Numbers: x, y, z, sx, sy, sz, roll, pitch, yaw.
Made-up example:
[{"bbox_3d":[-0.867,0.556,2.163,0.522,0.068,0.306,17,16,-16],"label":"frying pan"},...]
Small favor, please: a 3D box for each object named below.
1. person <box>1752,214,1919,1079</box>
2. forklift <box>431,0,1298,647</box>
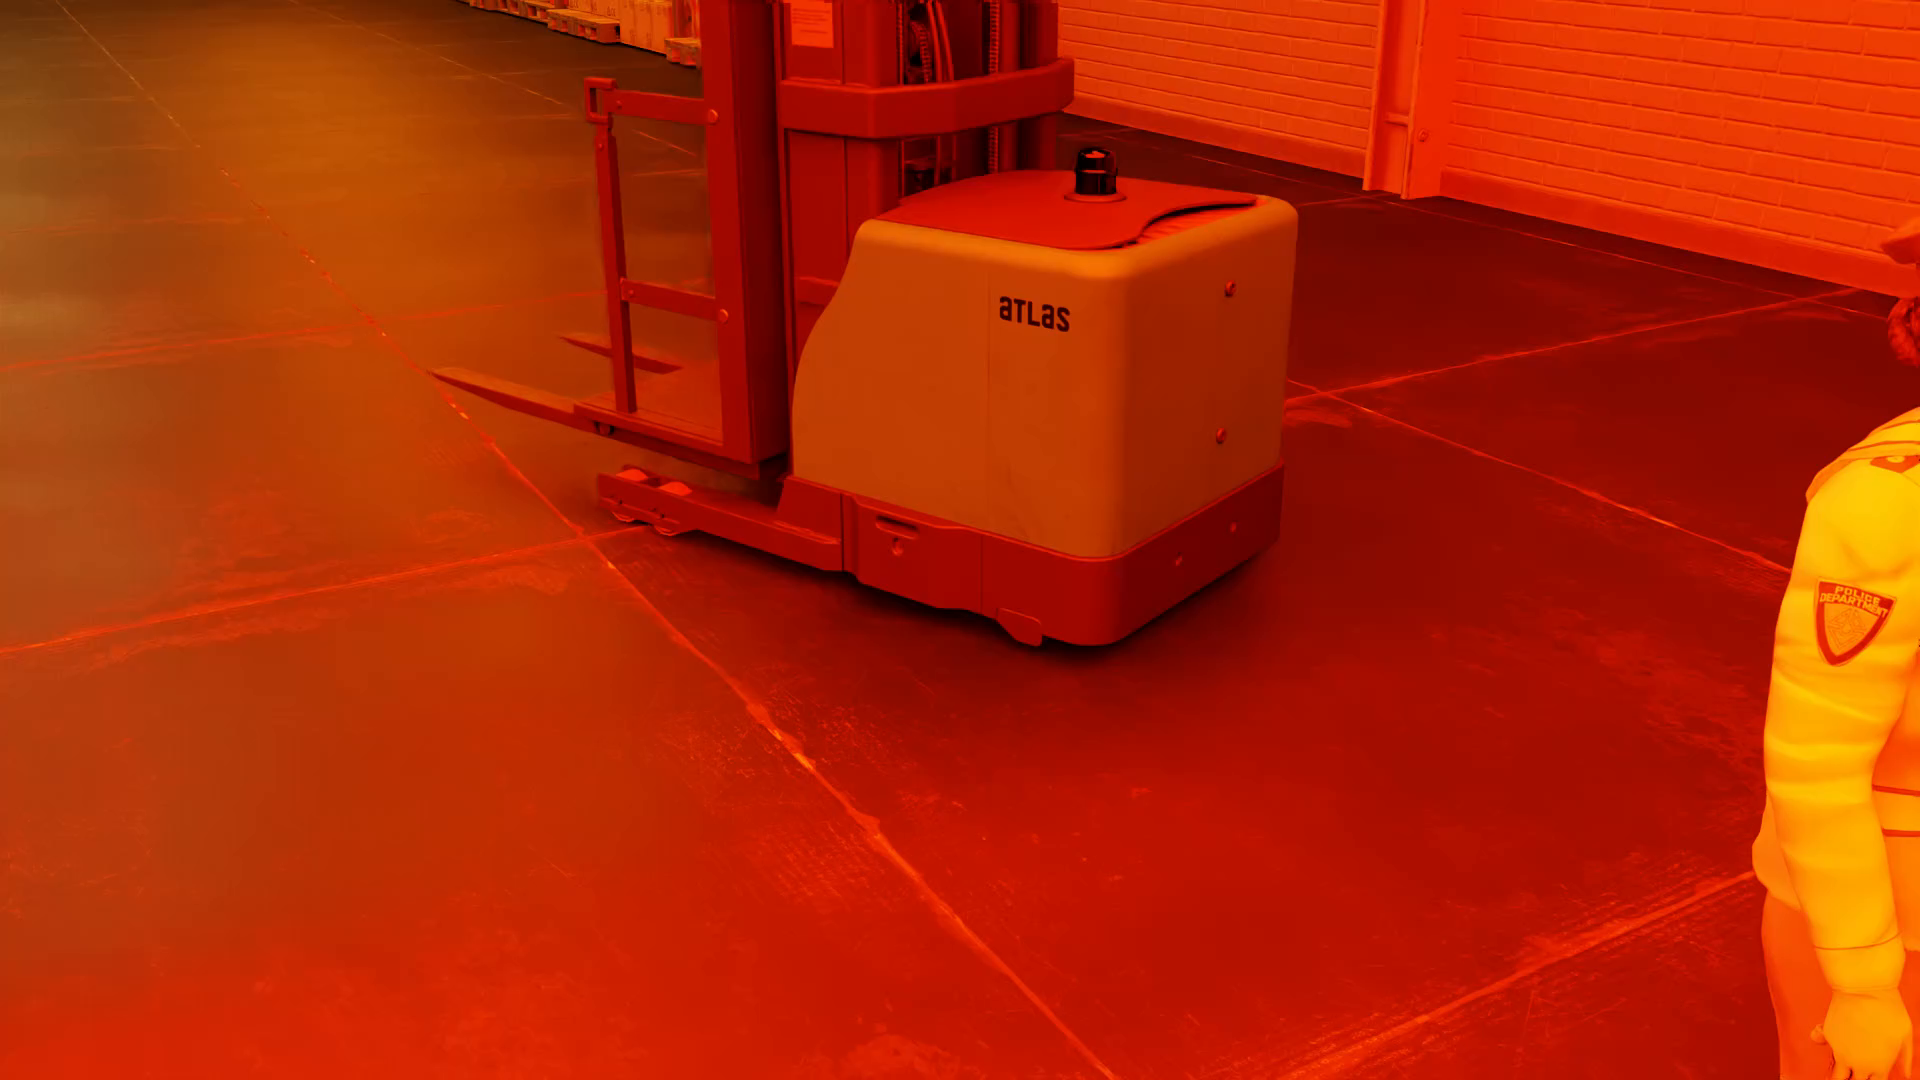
[{"bbox_3d":[1.118,0.434,1.857,0.572,1.708,0.479,-18,28,-37],"label":"person"},{"bbox_3d":[-0.521,-1.509,4.951,3.031,2.935,1.130,16,27,34],"label":"forklift"}]
